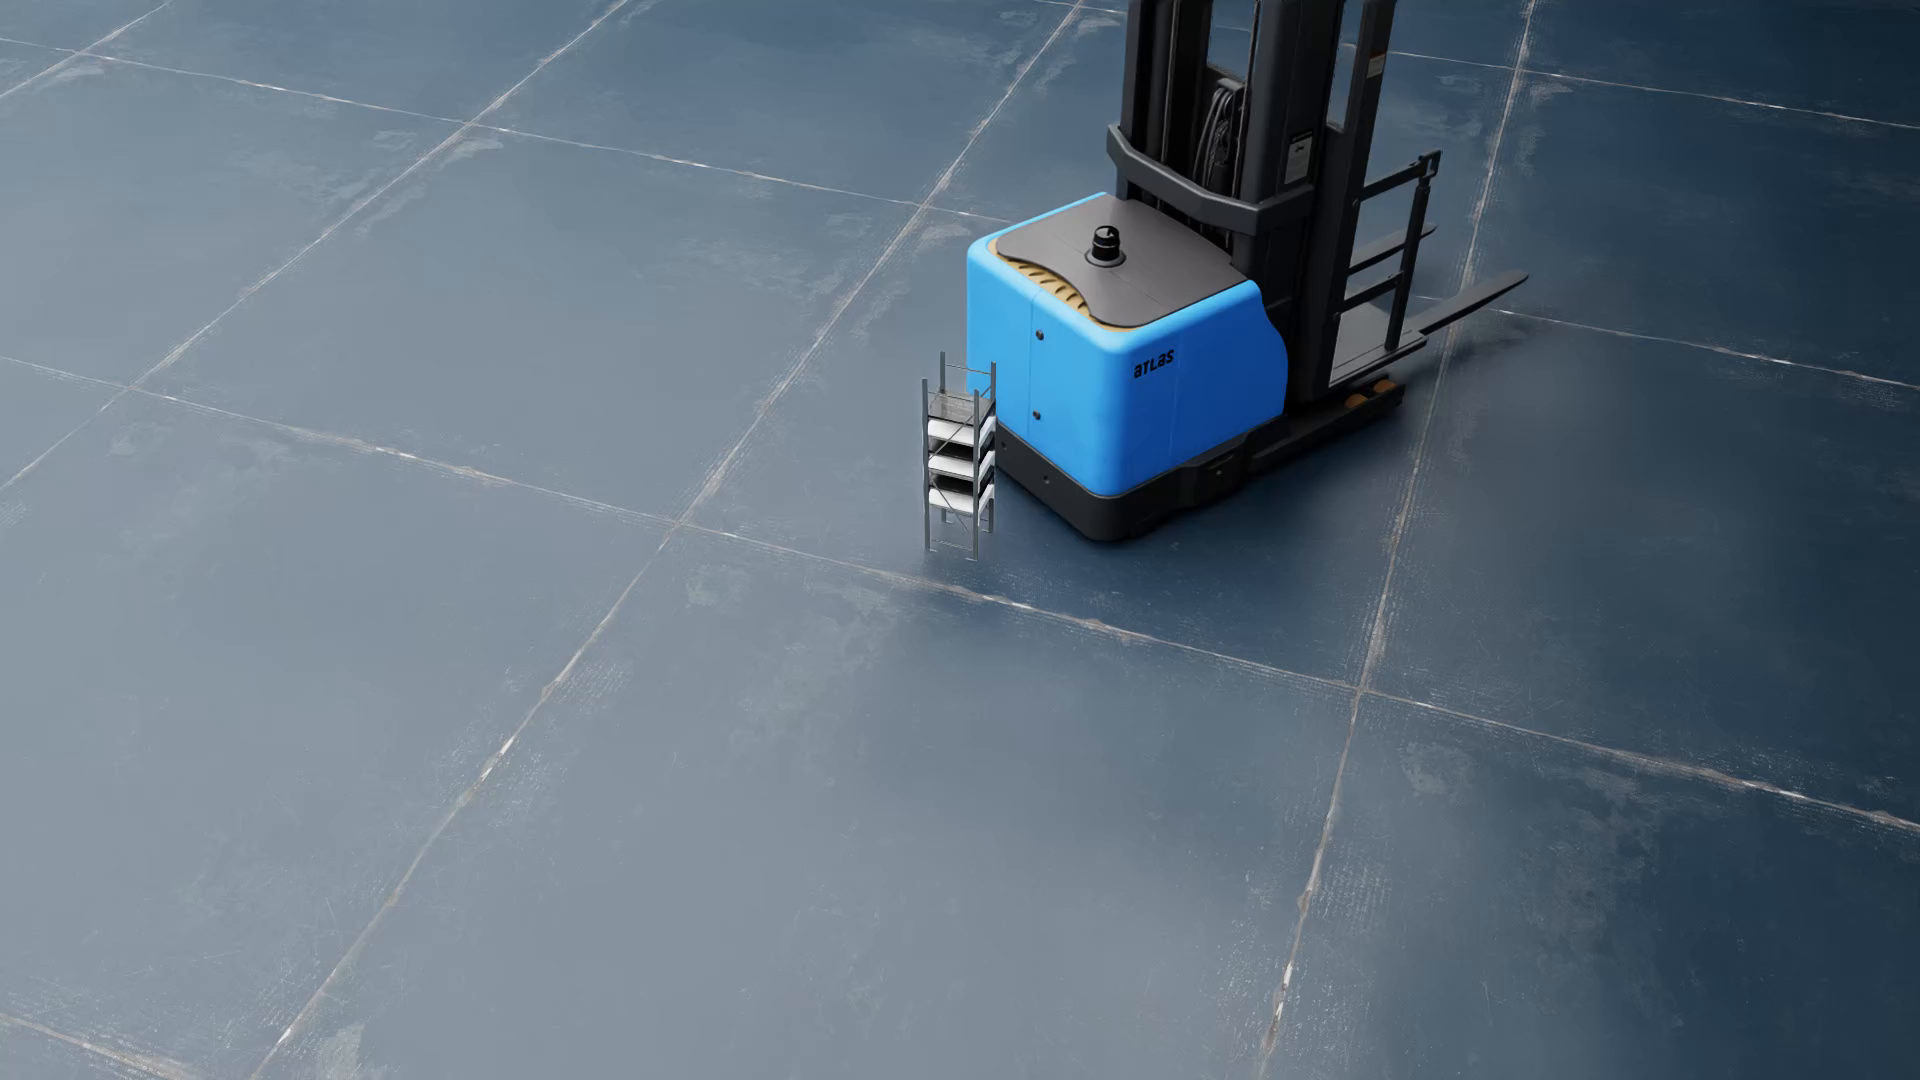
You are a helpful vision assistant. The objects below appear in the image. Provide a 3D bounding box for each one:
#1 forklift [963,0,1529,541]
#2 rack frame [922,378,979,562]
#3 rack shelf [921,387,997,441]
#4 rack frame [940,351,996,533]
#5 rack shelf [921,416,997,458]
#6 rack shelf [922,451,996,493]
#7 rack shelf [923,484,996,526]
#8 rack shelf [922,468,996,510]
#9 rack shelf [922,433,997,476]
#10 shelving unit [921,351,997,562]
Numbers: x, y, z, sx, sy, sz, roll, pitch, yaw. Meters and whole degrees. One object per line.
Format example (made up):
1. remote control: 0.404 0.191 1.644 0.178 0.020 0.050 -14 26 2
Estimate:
1. forklift: 1.499 -1.888 7.204 3.031 2.935 1.130 -26 47 -27
2. rack frame: -0.038 -0.275 6.879 0.240 0.900 0.006 13 42 15
3. rack shelf: -0.003 -0.517 6.799 0.258 0.077 0.200 13 42 15
4. rack frame: 0.032 -0.399 7.025 0.240 0.900 0.006 13 42 15
5. rack shelf: -0.003 -0.449 6.857 0.258 0.077 0.200 13 42 15
6. rack shelf: -0.003 -0.312 6.974 0.258 0.077 0.200 13 42 15
7. rack shelf: -0.003 -0.175 7.091 0.258 0.077 0.200 13 42 15
8. rack shelf: -0.003 -0.244 7.032 0.258 0.077 0.200 13 42 15
9. rack shelf: -0.003 -0.381 6.915 0.258 0.077 0.200 13 42 15
10. shelving unit: -0.003 -0.337 6.952 0.258 0.900 0.210 13 42 15
